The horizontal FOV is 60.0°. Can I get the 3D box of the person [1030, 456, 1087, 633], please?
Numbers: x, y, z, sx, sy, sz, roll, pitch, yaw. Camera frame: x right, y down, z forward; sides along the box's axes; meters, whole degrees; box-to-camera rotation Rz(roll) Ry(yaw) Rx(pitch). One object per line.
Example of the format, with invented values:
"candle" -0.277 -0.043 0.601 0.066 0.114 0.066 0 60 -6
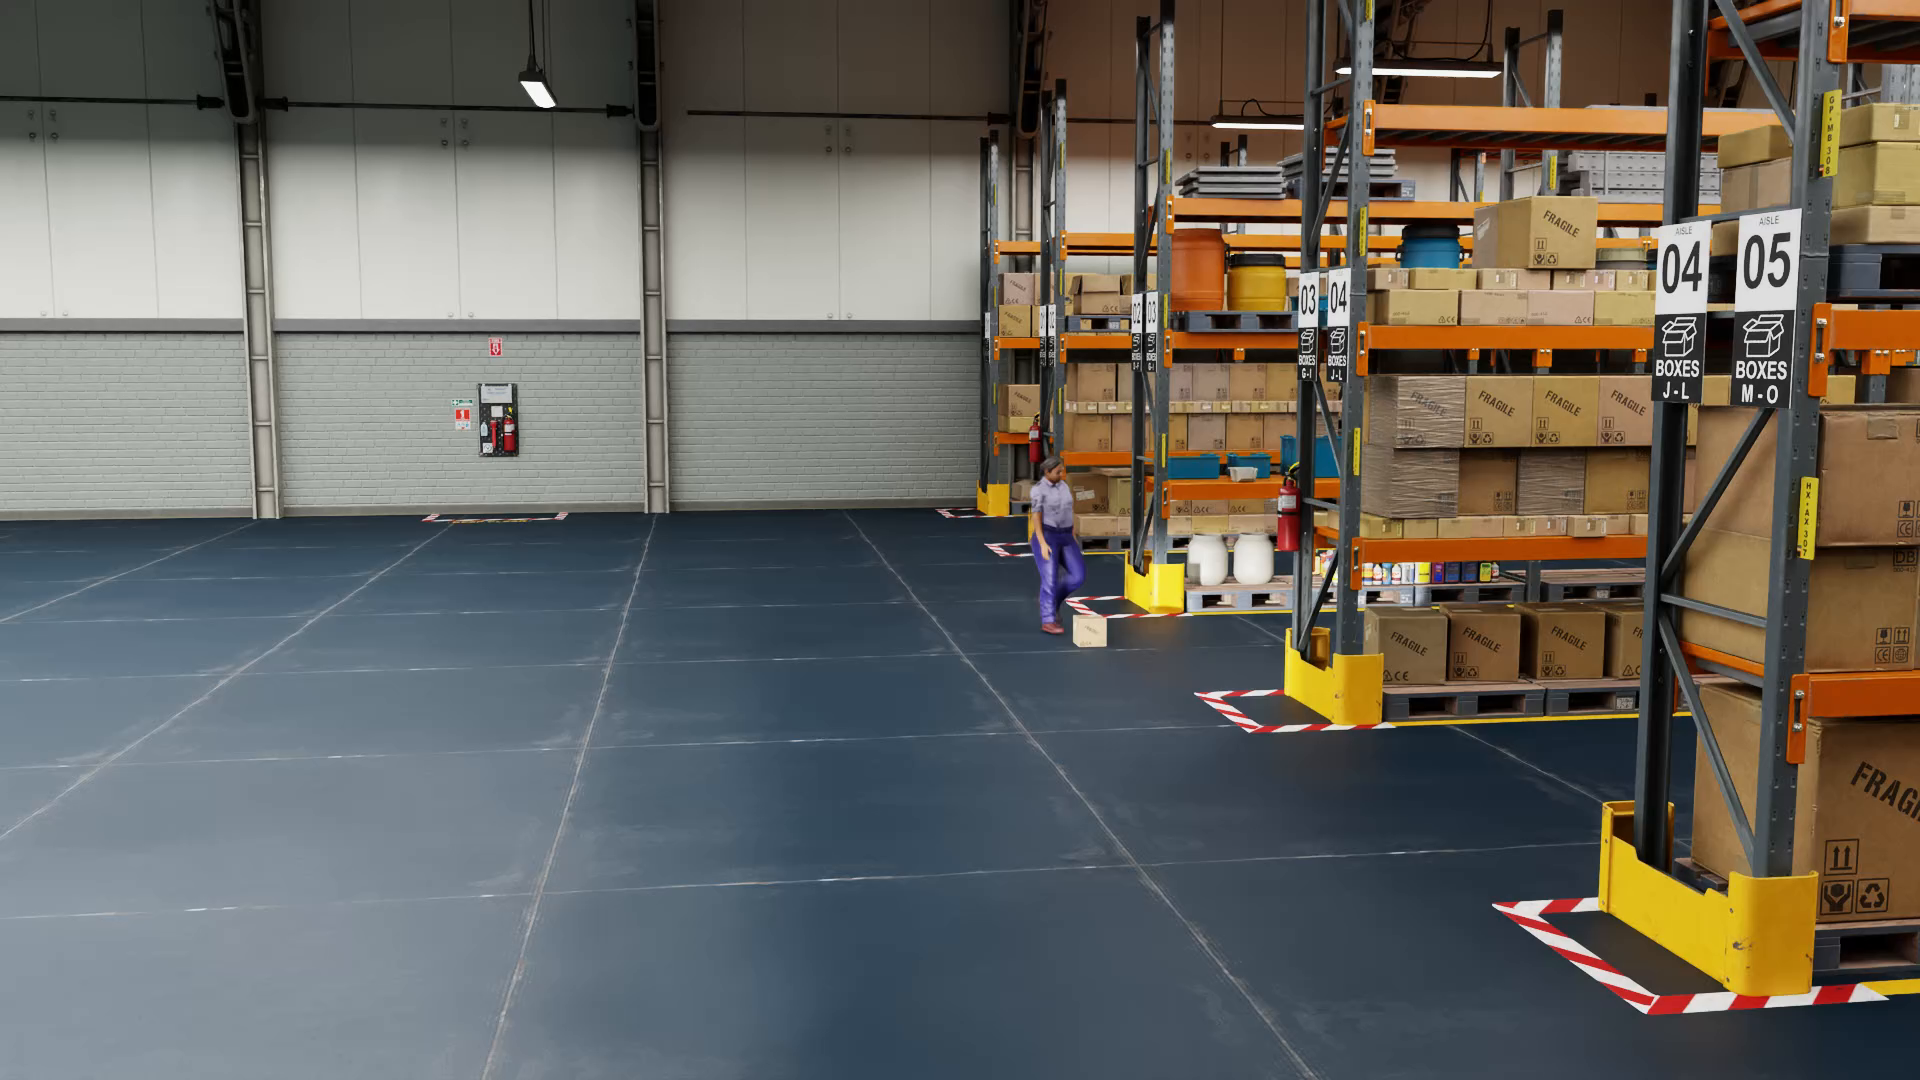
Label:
"person" 0.890 0.030 15.557 0.538 1.623 0.520 -6 9 -41
